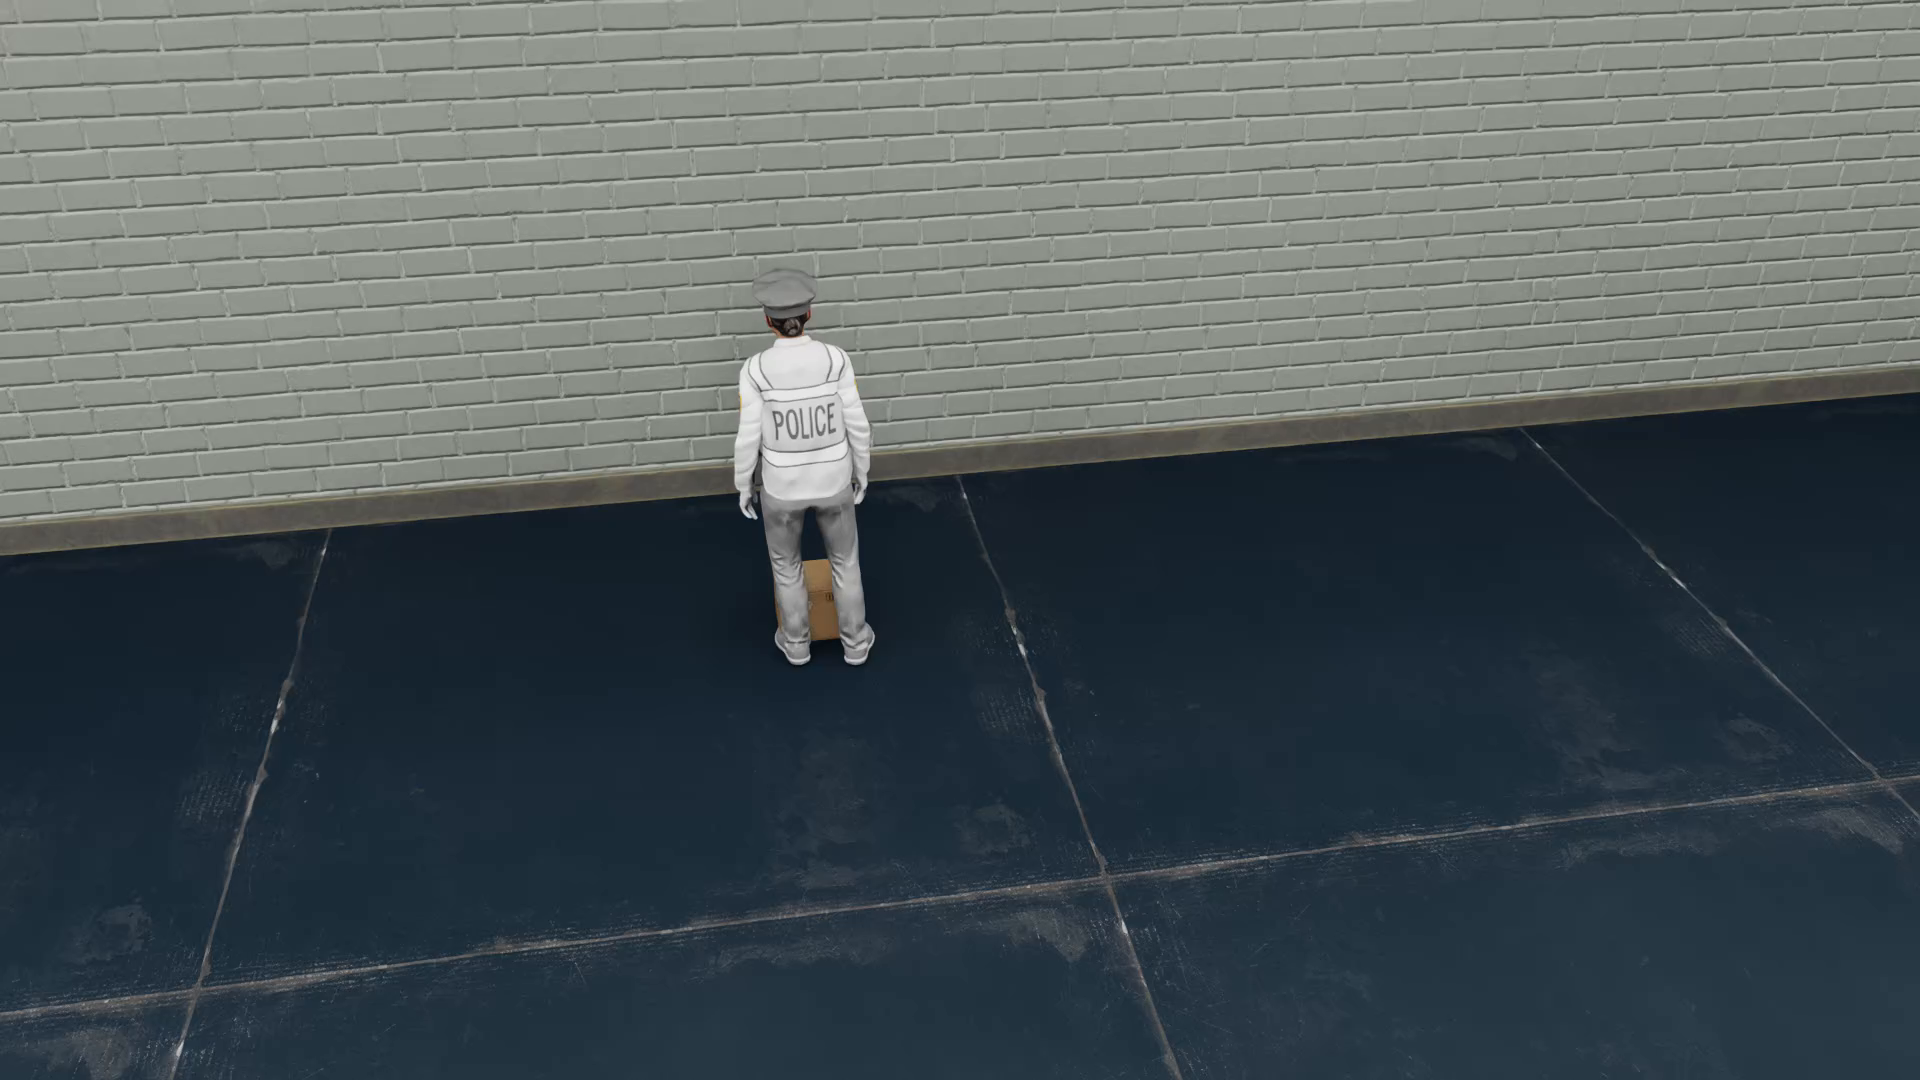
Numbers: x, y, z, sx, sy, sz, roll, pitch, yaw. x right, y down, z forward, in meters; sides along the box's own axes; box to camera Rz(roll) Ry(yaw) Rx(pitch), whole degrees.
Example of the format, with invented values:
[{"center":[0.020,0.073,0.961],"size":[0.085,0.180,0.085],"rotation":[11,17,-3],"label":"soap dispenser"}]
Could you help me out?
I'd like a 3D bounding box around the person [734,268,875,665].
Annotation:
[{"center":[-0.613,-0.234,6.519],"size":[0.546,1.664,0.414],"rotation":[-7,32,-12],"label":"person"}]
